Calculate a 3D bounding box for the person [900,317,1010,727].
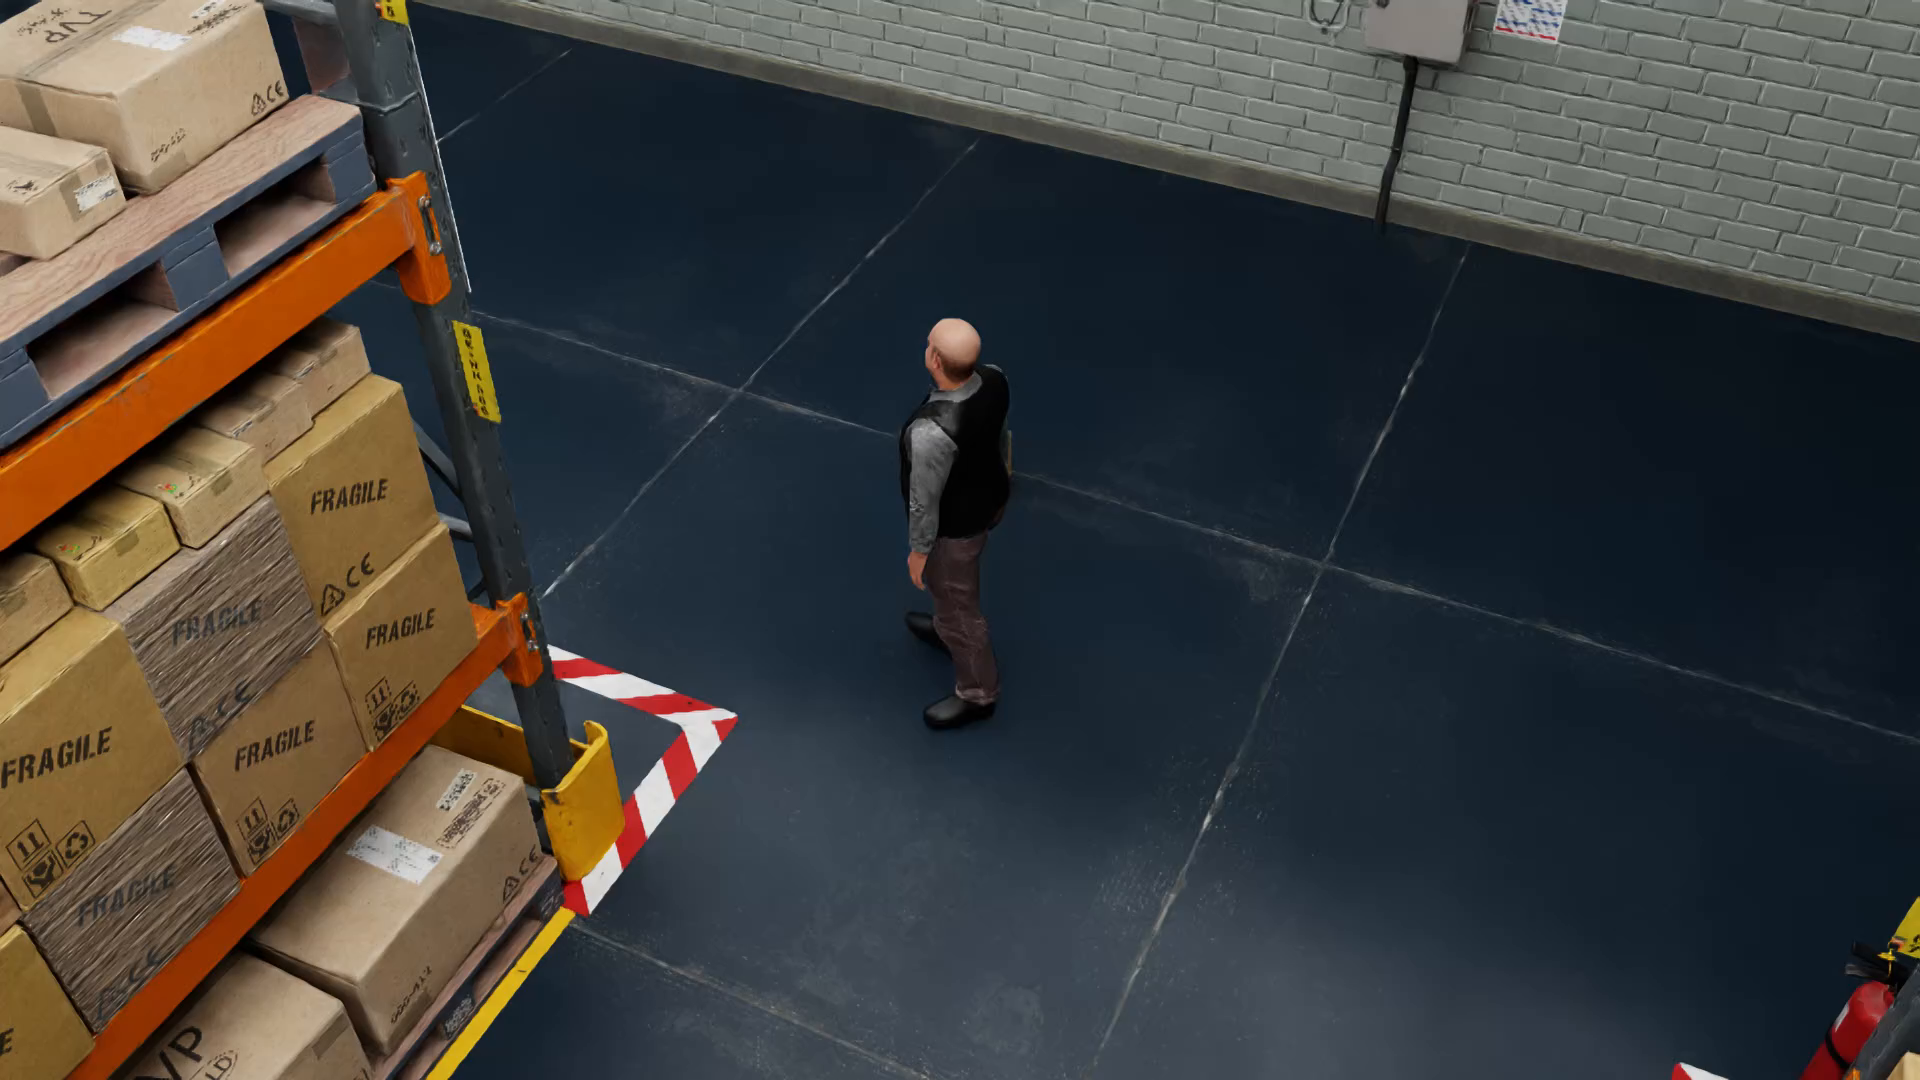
[{"bbox_3d":[-0.033,-0.123,6.299,0.577,1.722,0.689,20,45,21],"label":"person"}]
